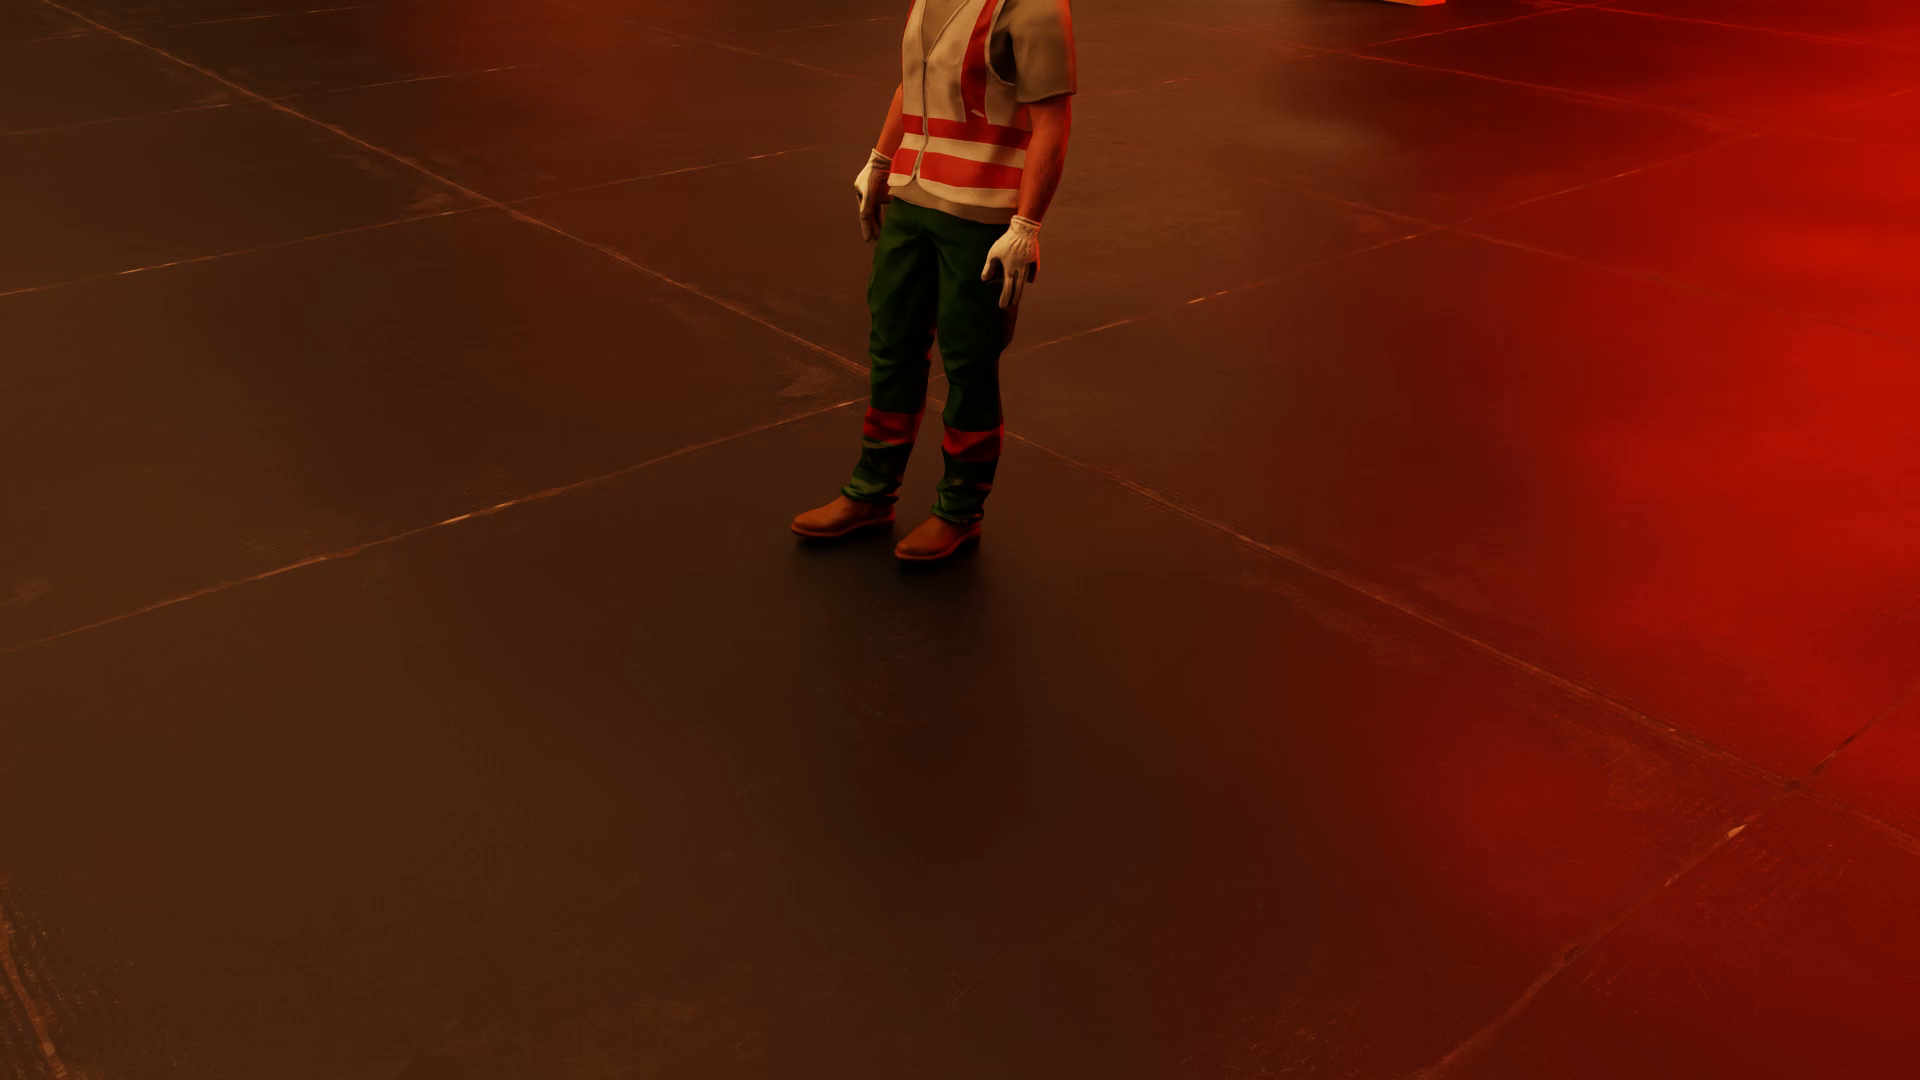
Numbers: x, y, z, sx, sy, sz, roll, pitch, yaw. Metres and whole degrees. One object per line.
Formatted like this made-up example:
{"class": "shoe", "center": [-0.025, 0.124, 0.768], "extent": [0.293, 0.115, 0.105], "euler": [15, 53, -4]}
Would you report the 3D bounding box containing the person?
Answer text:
{"class": "person", "center": [-0.069, -0.790, 4.063], "extent": [0.564, 1.787, 0.637], "euler": [-20, 33, -35]}
